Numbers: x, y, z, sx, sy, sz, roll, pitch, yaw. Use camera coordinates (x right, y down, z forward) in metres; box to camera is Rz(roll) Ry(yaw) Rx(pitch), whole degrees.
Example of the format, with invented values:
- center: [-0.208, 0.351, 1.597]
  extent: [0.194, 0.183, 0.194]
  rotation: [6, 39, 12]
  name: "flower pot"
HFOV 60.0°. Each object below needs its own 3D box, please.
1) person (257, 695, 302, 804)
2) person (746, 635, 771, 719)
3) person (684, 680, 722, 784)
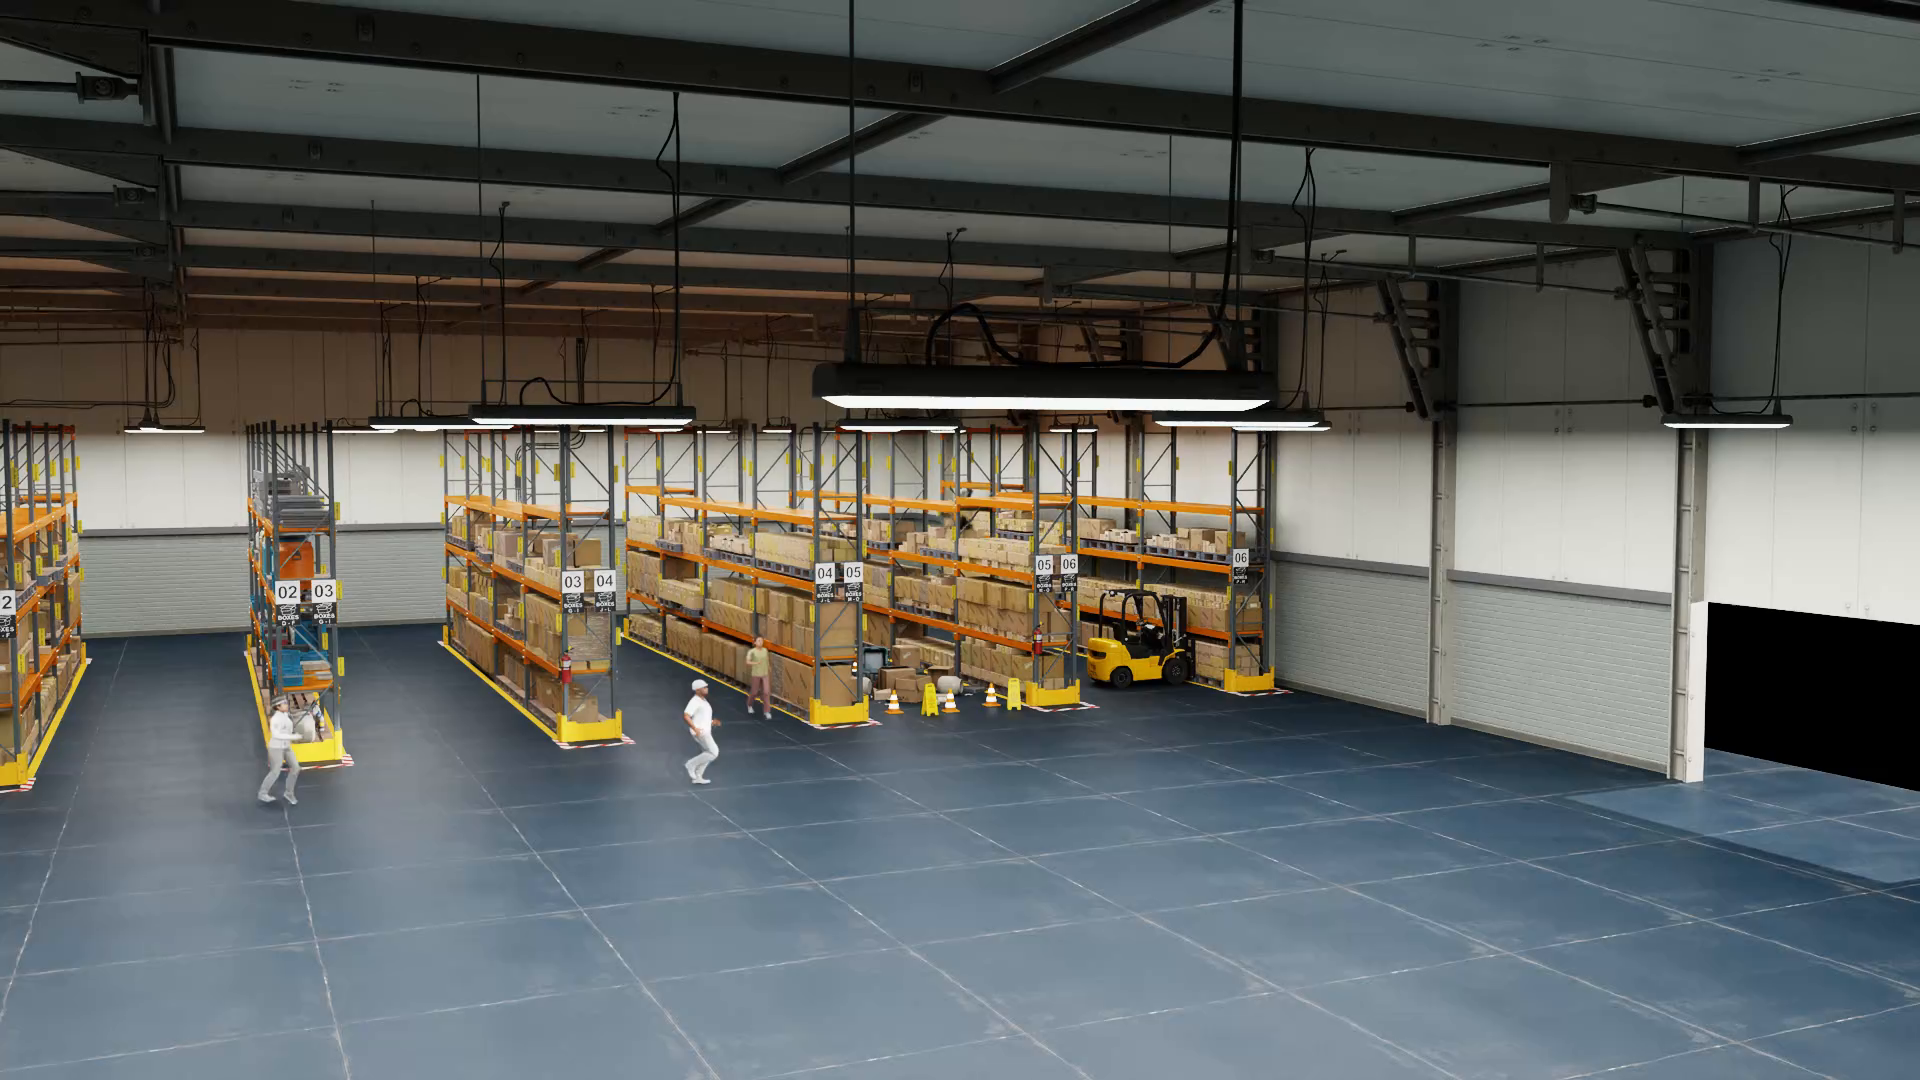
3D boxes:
- center: [-10.546, 3.280, 25.839]
  extent: [0.722, 1.764, 0.631]
  rotation: [0, 4, 2]
  name: "person"
- center: [-4.075, 2.753, 33.752]
  extent: [0.574, 1.653, 0.970]
  rotation: [-2, 4, -28]
  name: "person"
- center: [-4.222, 3.151, 27.331]
  extent: [0.576, 1.720, 0.698]
  rotation: [0, 4, 1]
  name: "person"
